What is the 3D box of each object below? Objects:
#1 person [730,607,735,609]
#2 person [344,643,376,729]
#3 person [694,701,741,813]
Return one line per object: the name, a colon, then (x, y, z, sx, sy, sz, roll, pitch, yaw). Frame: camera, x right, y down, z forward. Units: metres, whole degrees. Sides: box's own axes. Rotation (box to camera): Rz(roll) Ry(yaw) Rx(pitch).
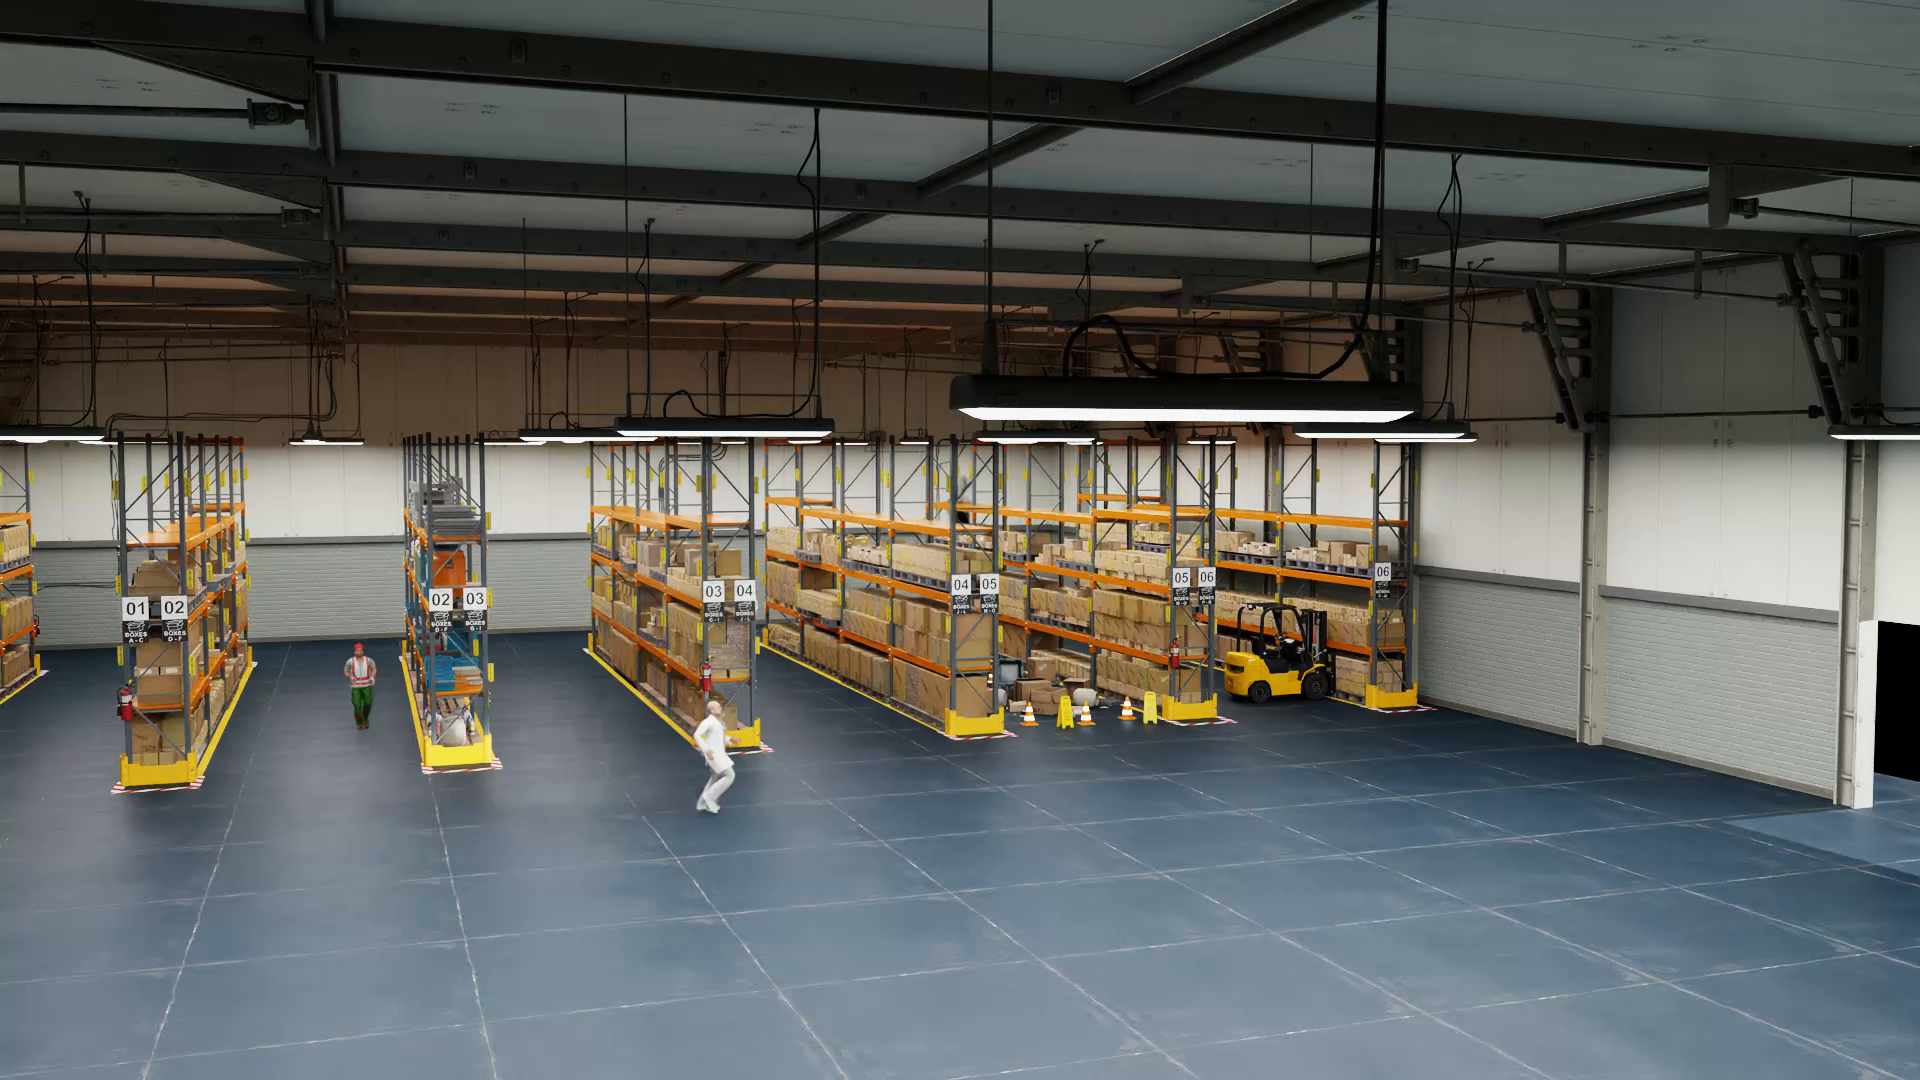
person: (-6.381, 2.321, 46.462, 0.693, 1.668, 0.527, 0, 3, -9)
person: (-12.089, 2.970, 33.579, 0.641, 1.746, 0.601, -1, 3, -25)
person: (-3.789, 3.391, 26.042, 0.712, 1.747, 0.685, 0, 3, 2)
